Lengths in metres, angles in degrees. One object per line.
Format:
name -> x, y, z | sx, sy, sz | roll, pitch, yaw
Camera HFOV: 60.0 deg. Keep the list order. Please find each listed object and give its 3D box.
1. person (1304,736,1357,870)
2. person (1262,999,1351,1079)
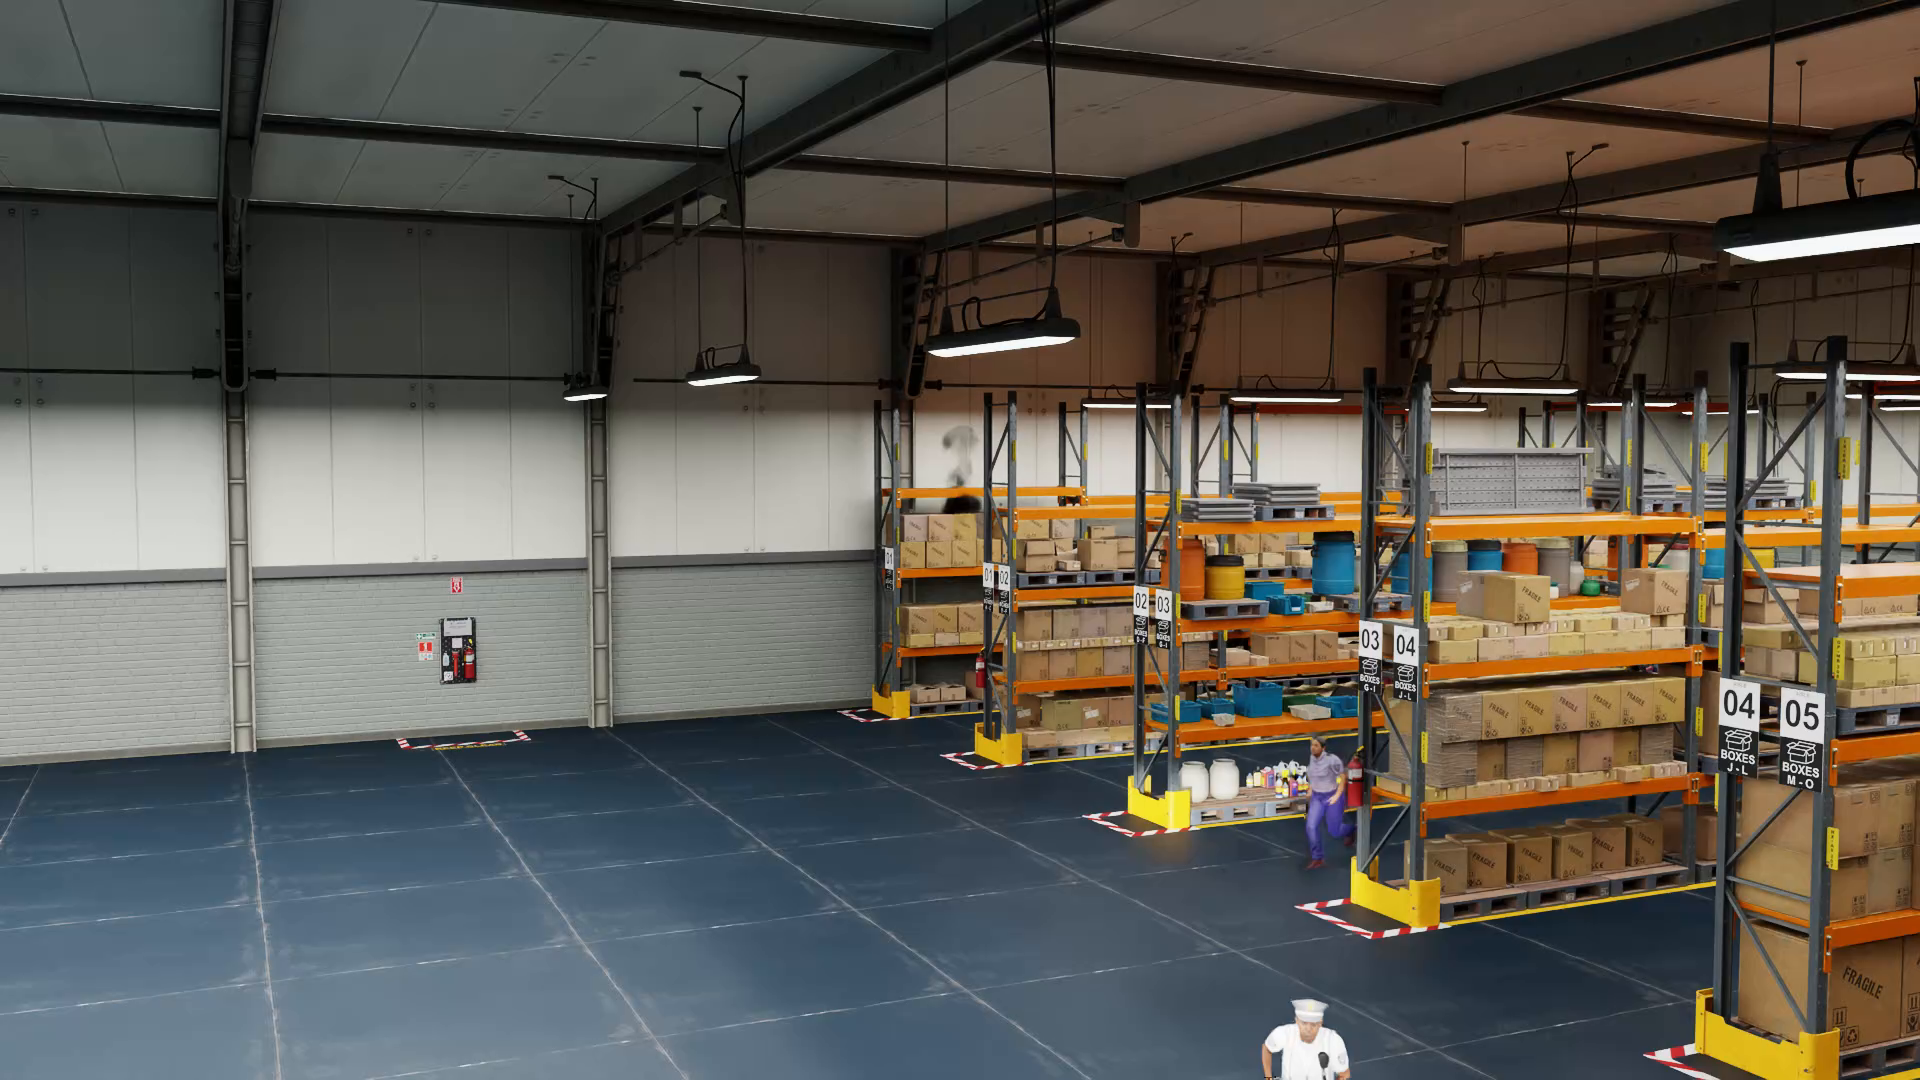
person -> 4.530, 3.211, 20.387 | 0.895, 1.625, 0.609 | -3, 4, -39
person -> 2.274, 3.739, 10.948 | 0.563, 1.617, 0.694 | 0, 3, 8
